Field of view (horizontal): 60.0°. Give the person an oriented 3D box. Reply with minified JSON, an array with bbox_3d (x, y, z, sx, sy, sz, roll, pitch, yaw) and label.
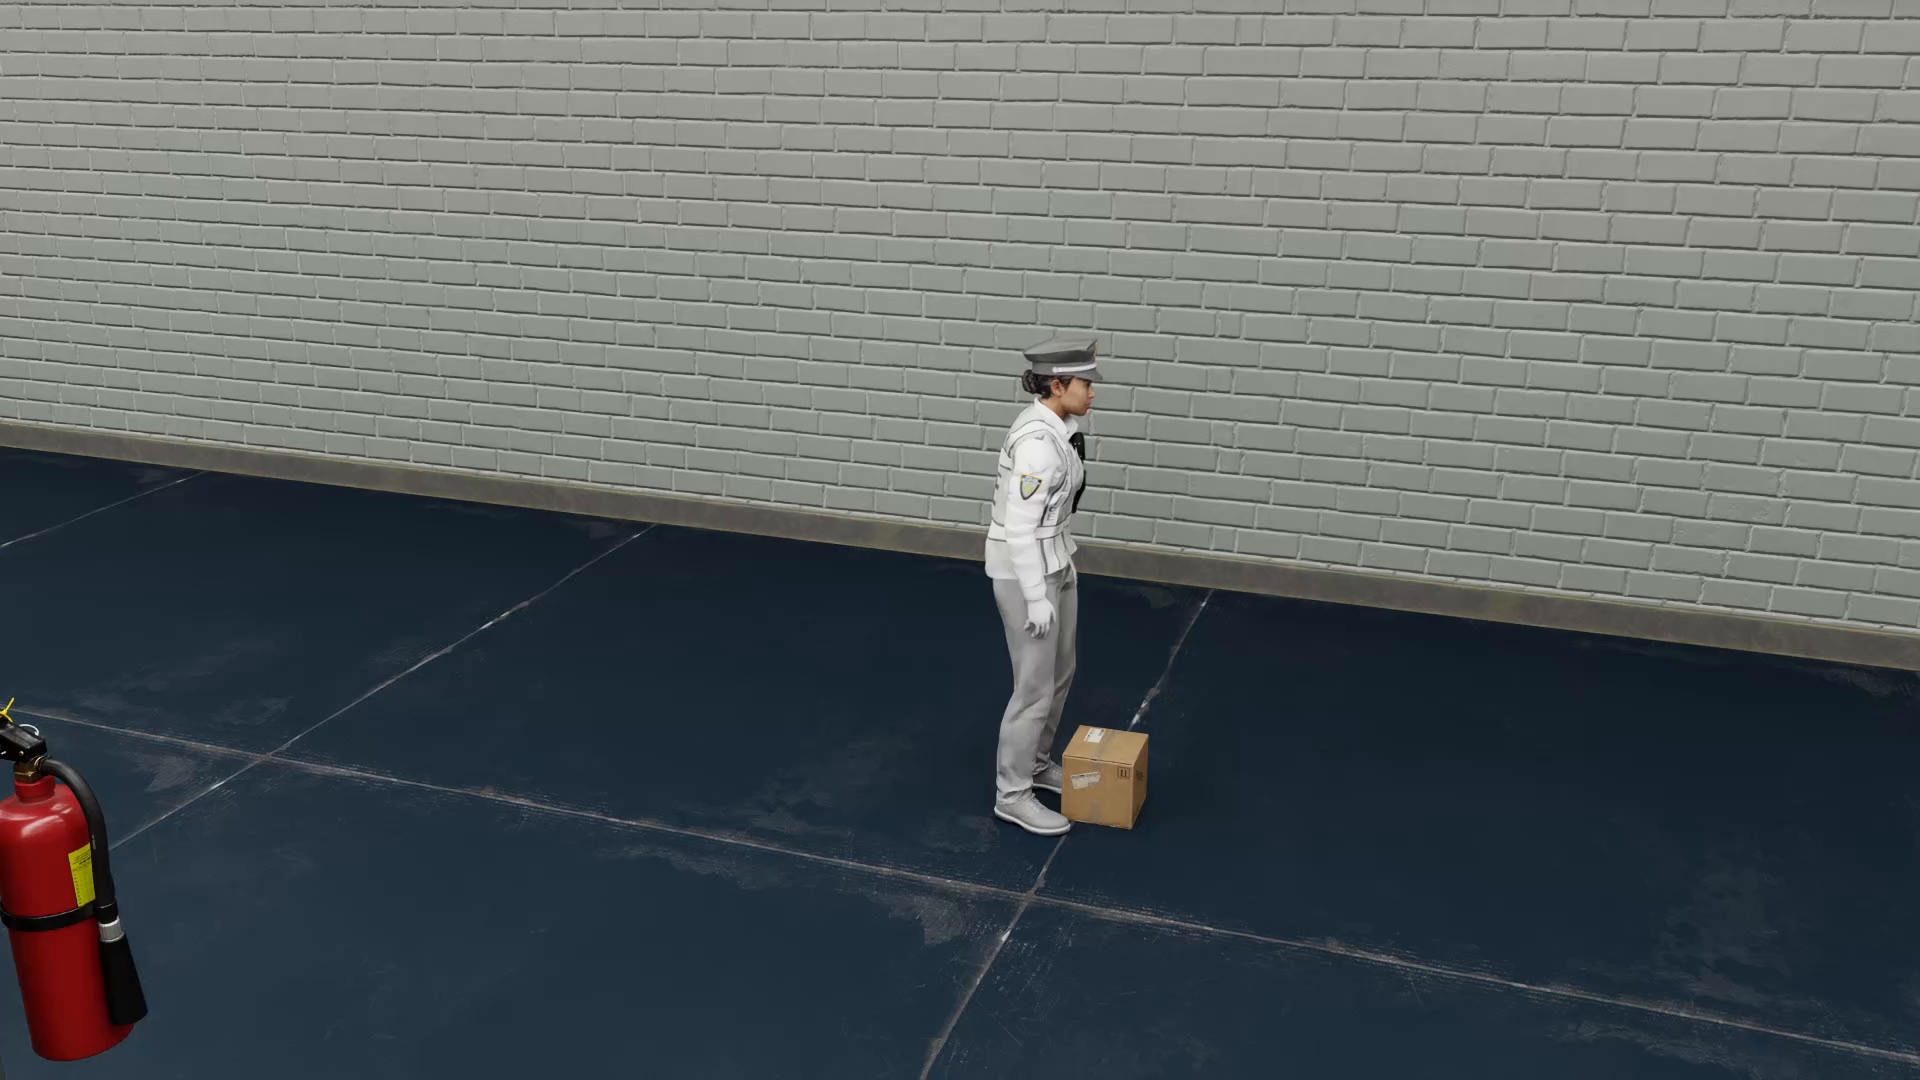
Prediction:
[{"bbox_3d":[0.282,0.131,5.666,0.369,1.667,0.547,5,20,15],"label":"person"}]
